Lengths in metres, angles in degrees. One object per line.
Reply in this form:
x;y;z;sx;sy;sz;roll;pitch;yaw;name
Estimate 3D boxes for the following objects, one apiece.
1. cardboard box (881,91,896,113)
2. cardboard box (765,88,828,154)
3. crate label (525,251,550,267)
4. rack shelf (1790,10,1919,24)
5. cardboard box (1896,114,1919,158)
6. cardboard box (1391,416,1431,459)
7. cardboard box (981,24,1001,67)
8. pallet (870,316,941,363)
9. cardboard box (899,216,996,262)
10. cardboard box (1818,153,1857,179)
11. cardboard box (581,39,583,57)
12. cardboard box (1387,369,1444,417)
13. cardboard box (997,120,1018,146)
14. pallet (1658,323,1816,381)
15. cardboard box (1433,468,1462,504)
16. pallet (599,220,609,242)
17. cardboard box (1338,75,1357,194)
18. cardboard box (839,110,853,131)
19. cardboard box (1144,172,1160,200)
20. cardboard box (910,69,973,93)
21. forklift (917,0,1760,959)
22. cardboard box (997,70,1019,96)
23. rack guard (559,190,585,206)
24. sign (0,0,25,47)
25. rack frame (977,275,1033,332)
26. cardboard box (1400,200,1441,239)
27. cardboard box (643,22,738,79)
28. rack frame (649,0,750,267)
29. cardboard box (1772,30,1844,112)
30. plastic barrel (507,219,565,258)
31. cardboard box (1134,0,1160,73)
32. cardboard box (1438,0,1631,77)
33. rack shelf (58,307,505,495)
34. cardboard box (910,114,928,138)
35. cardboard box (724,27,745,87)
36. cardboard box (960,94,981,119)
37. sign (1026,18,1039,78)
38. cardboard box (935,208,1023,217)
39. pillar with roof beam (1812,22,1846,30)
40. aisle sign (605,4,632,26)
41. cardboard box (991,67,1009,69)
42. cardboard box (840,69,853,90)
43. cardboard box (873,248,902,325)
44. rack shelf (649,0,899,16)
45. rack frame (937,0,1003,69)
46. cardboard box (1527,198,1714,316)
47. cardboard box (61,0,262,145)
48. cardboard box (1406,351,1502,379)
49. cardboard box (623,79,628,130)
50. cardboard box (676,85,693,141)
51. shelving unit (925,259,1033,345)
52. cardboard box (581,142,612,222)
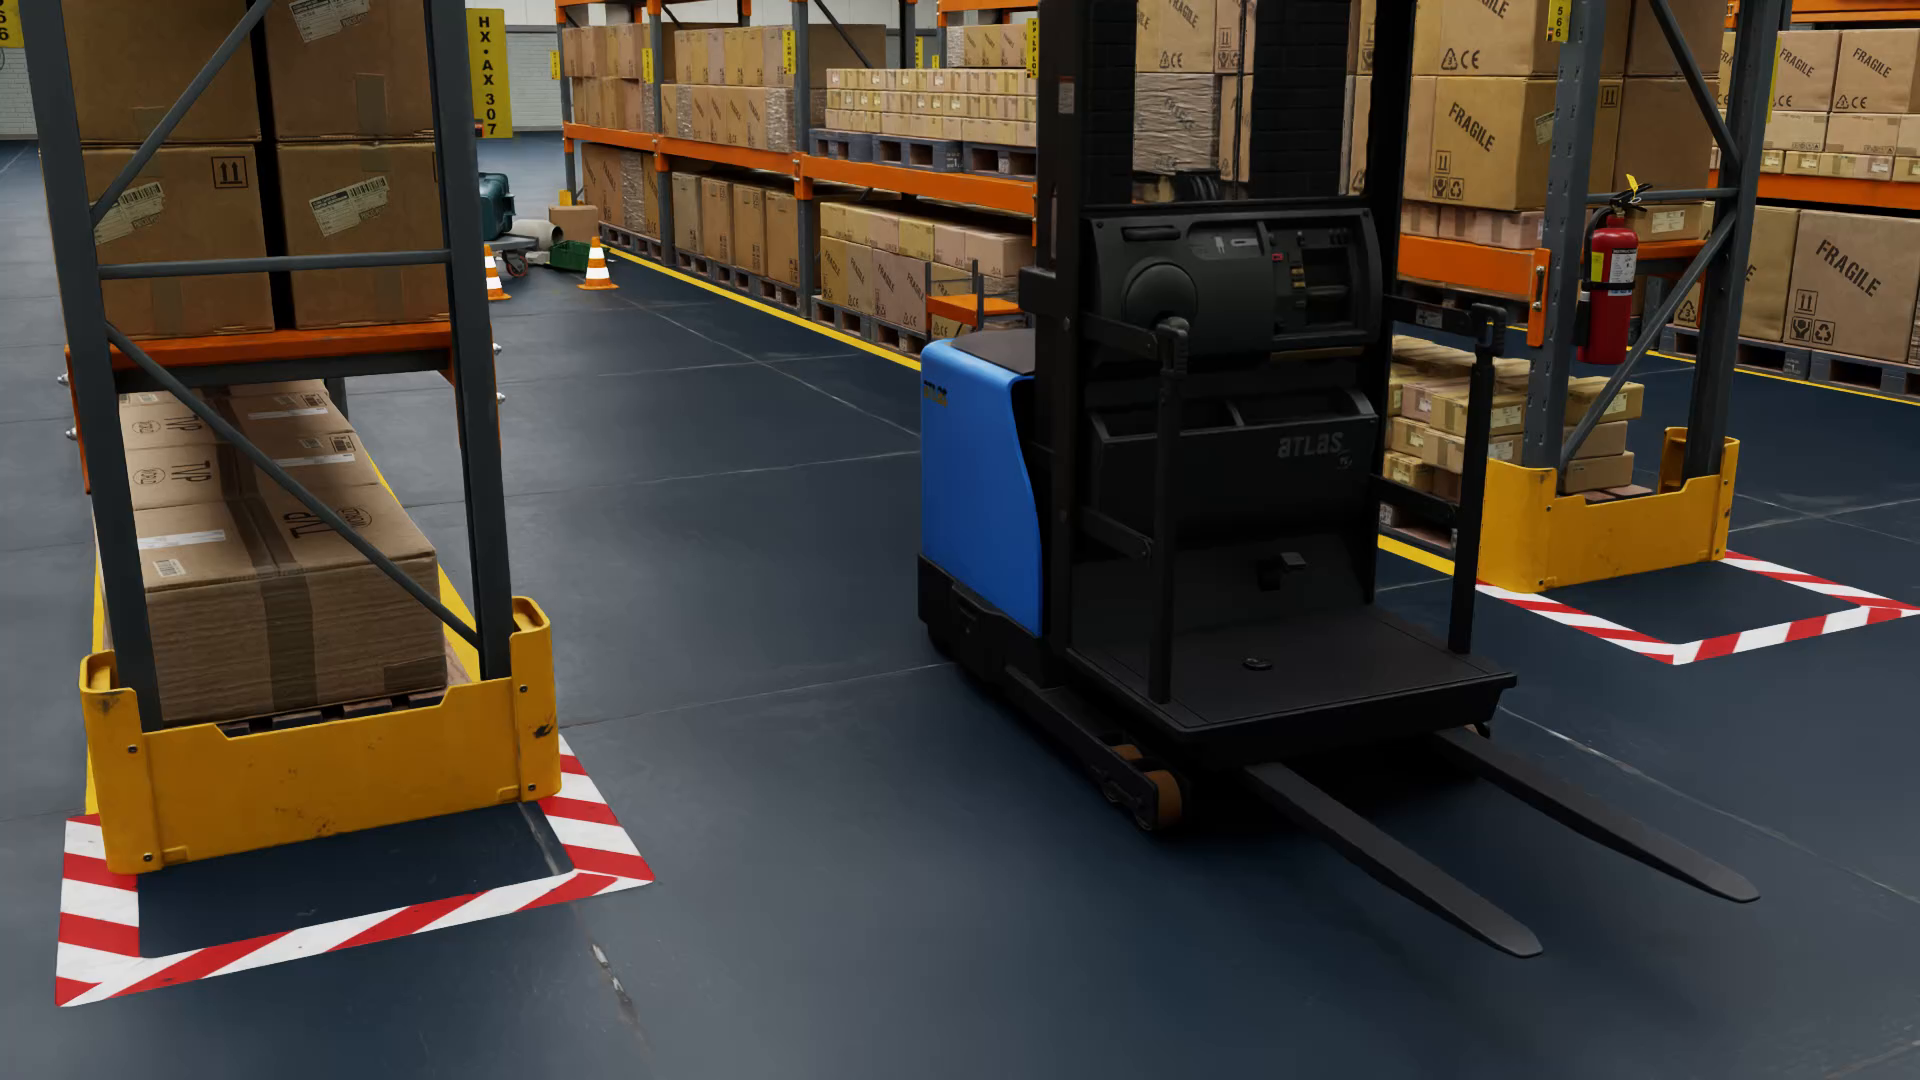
-0.339;-3.126;11.860;0.380;0.149;0.250;-8;18;-25;cardboard box
-1.269;-3.430;13.585;0.500;0.500;0.500;-8;18;-25;cardboard box
-4.316;-2.891;17.077;0.250;0.136;0.298;7;17;23;crate label
14.403;-8.257;26.451;1.077;0.370;4.000;-8;18;-25;rack shelf
6.050;-2.433;10.025;0.500;0.250;0.500;-8;18;-25;cardboard box
2.121;-0.462;7.289;0.380;0.149;0.250;-8;18;-26;cardboard box
0.597;-6.115;20.587;0.500;0.500;0.500;-8;18;-25;cardboard box
0.042;-1.467;11.979;1.003;0.211;1.213;-8;18;-25;pallet
-0.089;-2.085;11.488;0.500;0.250;0.500;-9;18;-27;cardboard box
5.716;-2.392;10.605;0.380;0.149;0.250;-8;18;-26;cardboard box
-3.883;-5.656;19.292;0.875;0.550;0.550;-8;18;-25;cardboard box
1.929;-0.656;7.426;0.380;0.149;0.250;-8;18;-26;cardboard box
0.456;-2.531;10.327;0.380;0.149;0.250;-8;18;-25;cardboard box
5.688;-1.347;11.562;1.003;0.211;1.213;-8;18;-25;pallet
2.257;-0.256;7.113;0.380;0.149;0.250;-7;18;-24;cardboard box
-3.914;-3.757;19.962;1.003;0.211;1.213;-8;18;-25;pallet
1.795;-1.844;7.517;0.500;0.500;0.500;-8;18;-25;cardboard box
-0.698;-3.182;12.596;0.380;0.149;0.250;-7;17;-22;cardboard box
1.210;-1.898;8.881;0.380;0.149;0.250;-9;18;-27;cardboard box
-0.118;-3.144;11.384;0.380;0.149;0.250;-8;18;-26;cardboard box
0.884;-0.753;4.561;1.130;2.935;3.031;-7;17;-22;forklift
0.453;-2.821;10.258;0.380;0.149;0.250;-8;18;-27;cardboard box
-4.345;-4.091;20.601;1.175;0.500;0.348;-8;18;-25;rack guard
-2.225;-1.304;3.830;0.100;0.325;0.005;-8;18;-25;sign
0.179;-0.475;6.731;0.240;1.200;0.015;-8;18;-25;rack frame
2.079;-1.372;7.049;0.380;0.149;0.250;-8;18;-25;cardboard box
-2.713;-4.982;16.943;0.875;0.550;0.550;-8;18;-25;cardboard box
-2.582;-4.295;16.779;1.000;3.000;0.127;-8;18;-25;rack frame
5.614;-3.044;10.794;0.500;0.500;0.500;-8;18;-25;cardboard box
-4.458;-3.152;17.469;0.512;0.421;0.421;4;16;13;plastic barrel
1.142;-2.715;8.740;0.500;0.500;0.500;-8;18;-27;cardboard box
2.251;-2.074;6.508;0.500;0.500;0.500;-8;18;-26;cardboard box
-2.607;-0.846;6.066;1.077;0.370;4.000;-8;18;-25;rack shelf
-0.120;-2.856;11.458;0.380;0.149;0.250;-8;18;-27;cardboard box
-1.691;-4.323;14.883;0.700;0.500;0.500;-8;18;-25;cardboard box
0.224;-2.804;10.740;0.380;0.149;0.250;-8;18;-27;cardboard box
0.425;-2.800;9.470;0.100;0.325;0.005;-8;18;-25;sign
0.145;-2.274;12.148;0.500;0.250;0.500;-7;18;-24;cardboard box
10.741;-9.951;25.613;9.100;9.000;0.400;-8;18;-25;pillar with roof beam
-4.096;-6.590;20.064;0.394;0.787;0.004;-8;18;-25;aisle sign
0.892;-5.674;20.863;0.875;0.500;0.500;-8;18;-25;cardboard box
-0.682;-3.466;12.505;0.380;0.149;0.250;-8;18;-26;cardboard box
-0.297;-1.846;12.016;0.500;0.500;0.500;-8;18;-26;cardboard box
-1.706;-4.895;14.736;1.077;0.370;4.000;-8;18;-25;rack shelf
0.168;-5.861;22.236;1.000;3.000;0.127;-8;18;-25;rack frame
5.127;-2.222;12.648;1.225;0.875;0.875;-8;18;-25;cardboard box
-2.156;-1.316;4.403;0.500;0.500;0.500;-7;17;-23;cardboard box
2.343;-0.791;7.898;0.380;0.149;0.250;-9;18;-28;cardboard box
-3.147;-4.739;18.054;0.875;0.550;0.550;-8;18;-25;cardboard box
-2.372;-4.055;15.761;0.500;0.500;0.500;-7;18;-24;cardboard box
0.073;-0.536;6.942;0.258;1.200;0.503;-8;18;-25;shelving unit
-3.978;-4.307;19.912;0.875;0.875;0.875;-8;18;-25;cardboard box
